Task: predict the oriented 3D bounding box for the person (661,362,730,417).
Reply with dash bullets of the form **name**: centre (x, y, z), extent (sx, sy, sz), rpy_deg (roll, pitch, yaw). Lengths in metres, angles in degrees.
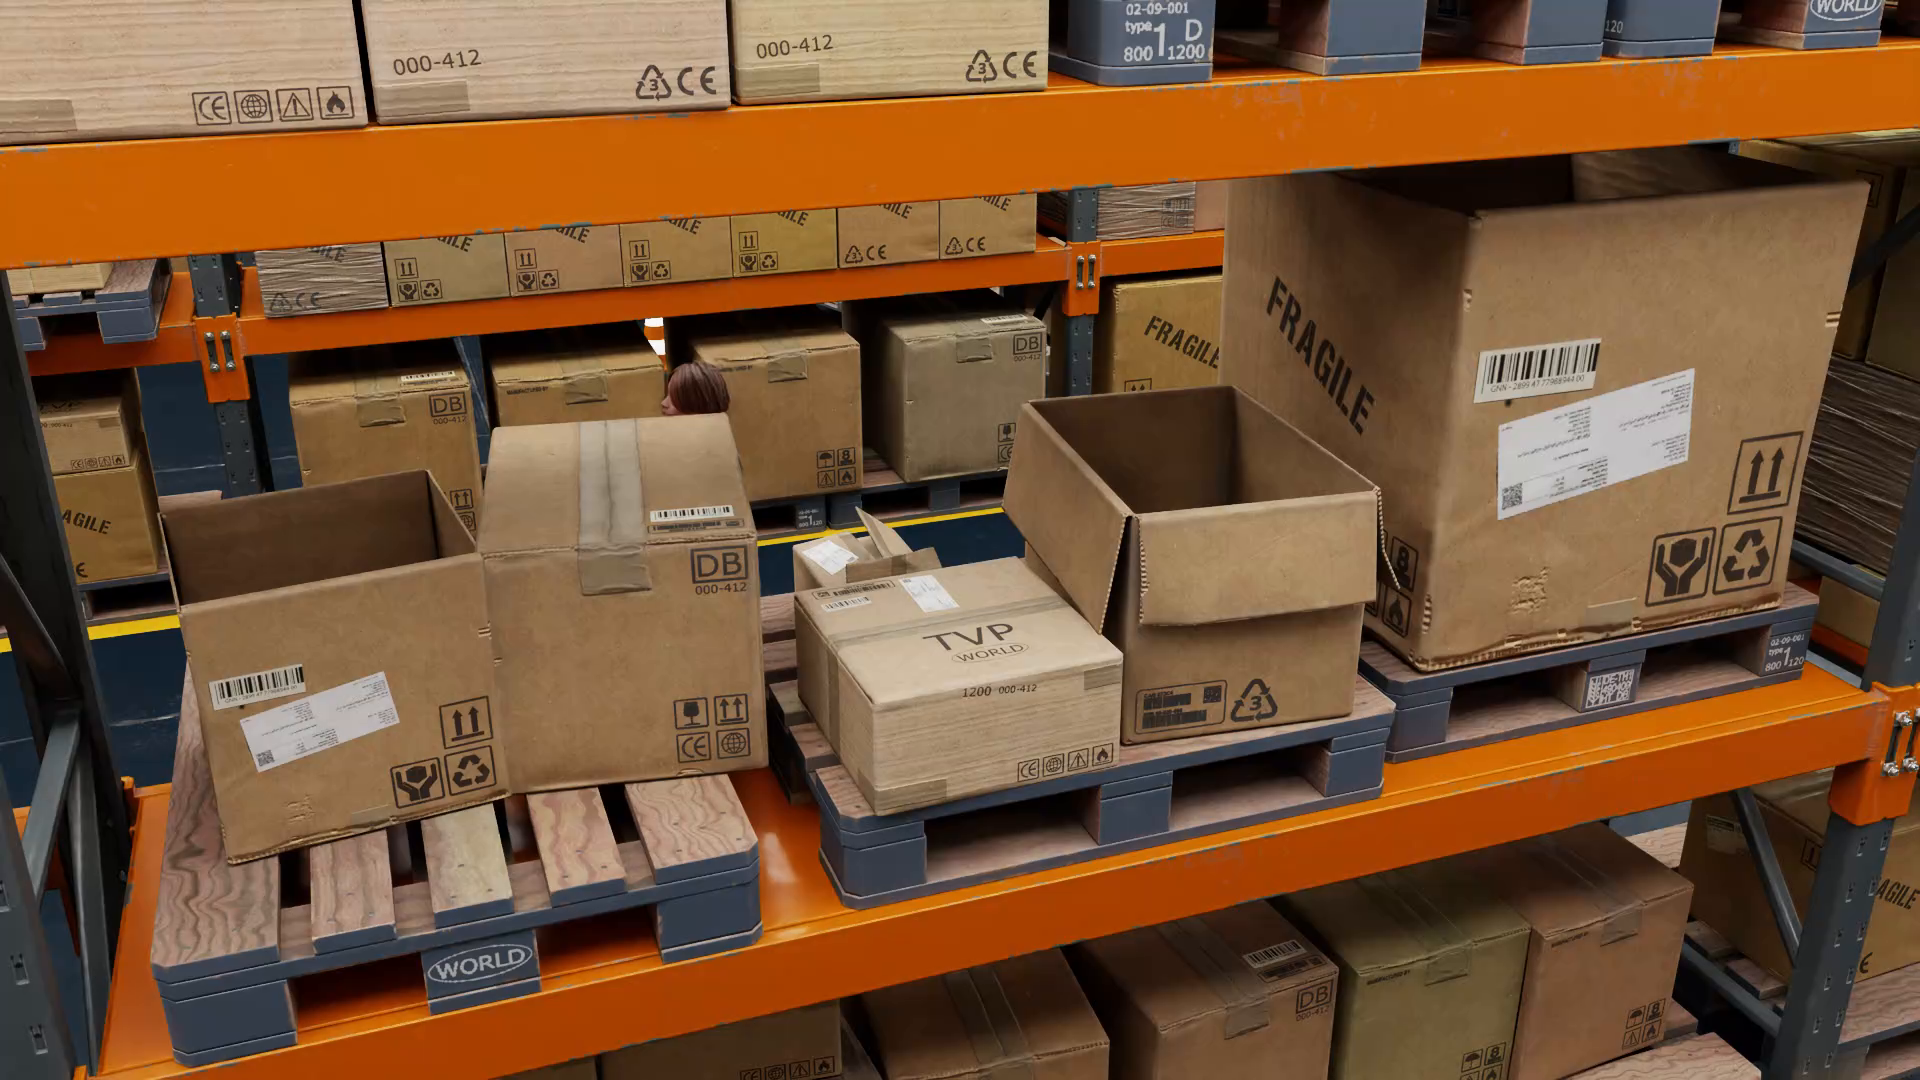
- **person**: centre (-0.964, 0.134, 5.699), extent (0.414, 1.537, 0.435), rpy_deg (-8, 24, -19)
